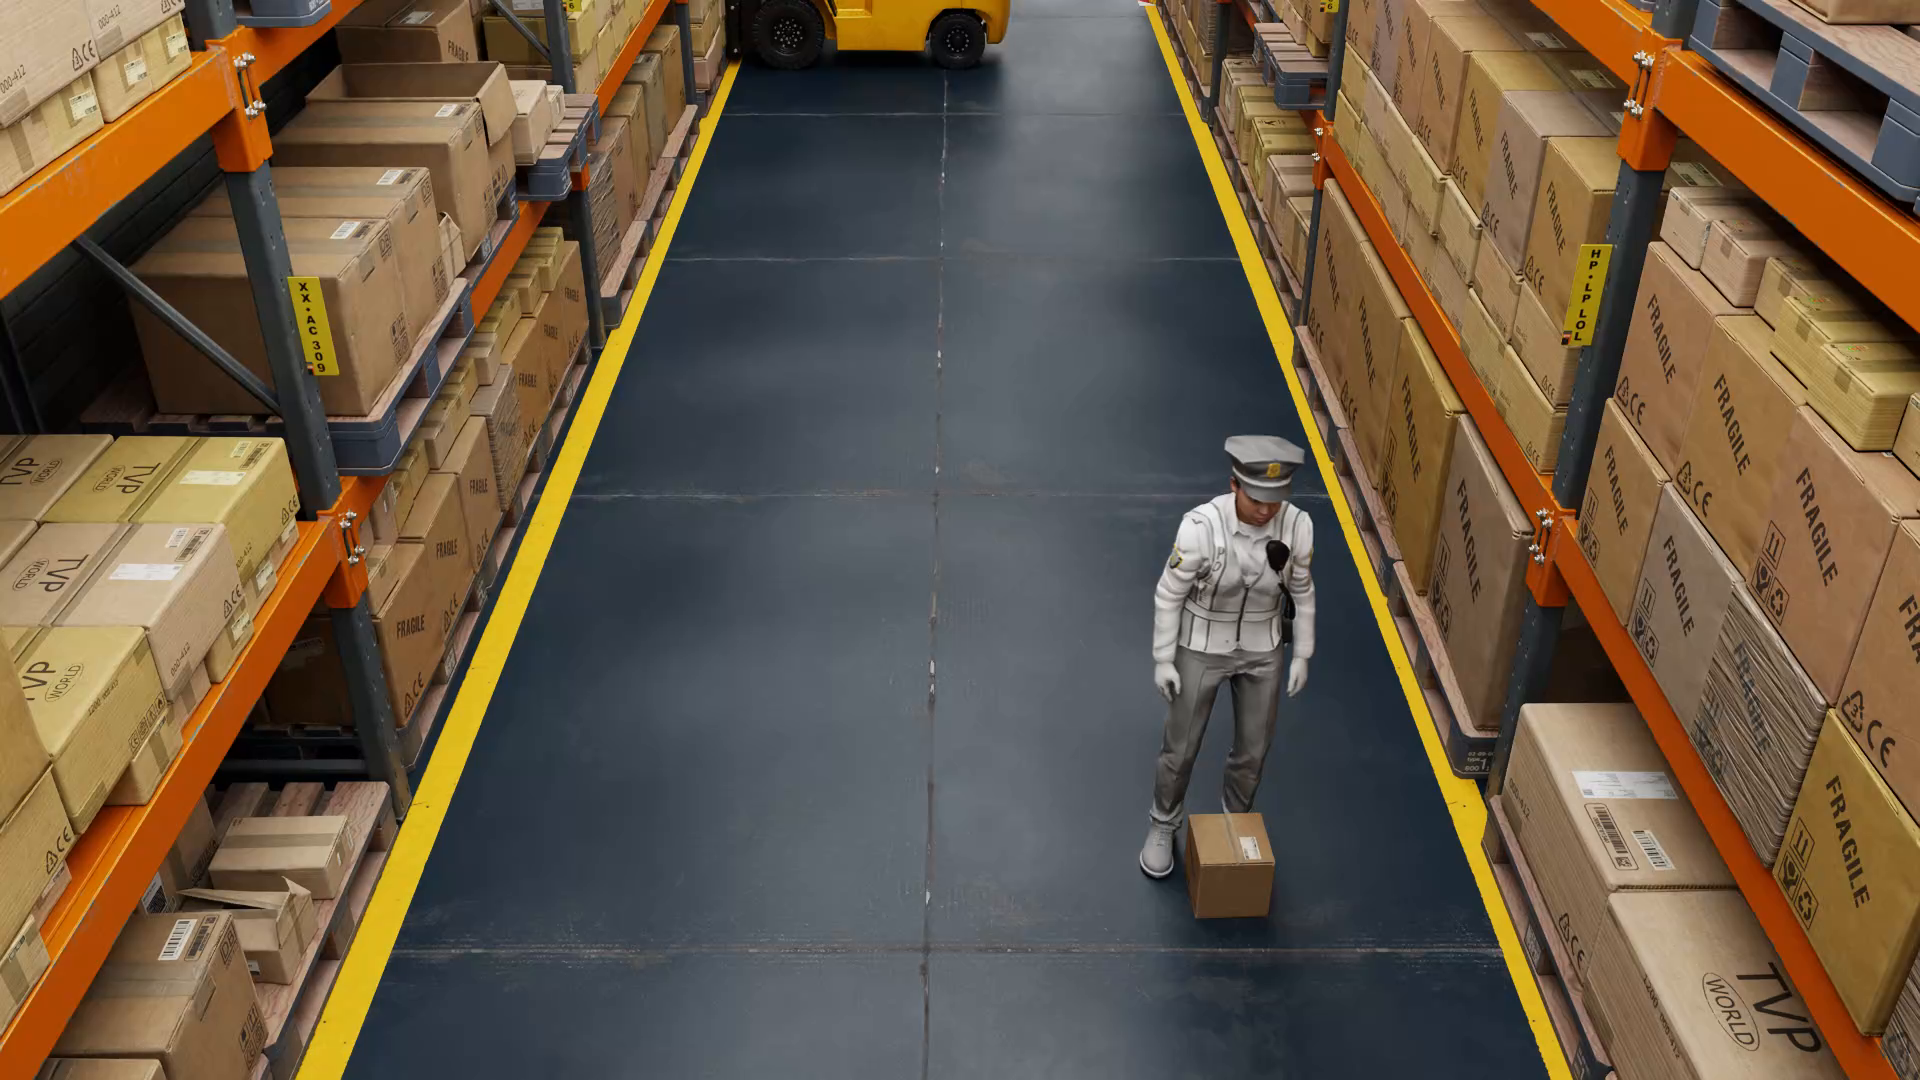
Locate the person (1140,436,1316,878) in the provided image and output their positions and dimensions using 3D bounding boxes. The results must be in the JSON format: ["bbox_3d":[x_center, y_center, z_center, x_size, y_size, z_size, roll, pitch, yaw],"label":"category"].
[{"bbox_3d":[0.900,0.386,5.507,0.543,1.664,0.374,-2,32,-3],"label":"person"}]
